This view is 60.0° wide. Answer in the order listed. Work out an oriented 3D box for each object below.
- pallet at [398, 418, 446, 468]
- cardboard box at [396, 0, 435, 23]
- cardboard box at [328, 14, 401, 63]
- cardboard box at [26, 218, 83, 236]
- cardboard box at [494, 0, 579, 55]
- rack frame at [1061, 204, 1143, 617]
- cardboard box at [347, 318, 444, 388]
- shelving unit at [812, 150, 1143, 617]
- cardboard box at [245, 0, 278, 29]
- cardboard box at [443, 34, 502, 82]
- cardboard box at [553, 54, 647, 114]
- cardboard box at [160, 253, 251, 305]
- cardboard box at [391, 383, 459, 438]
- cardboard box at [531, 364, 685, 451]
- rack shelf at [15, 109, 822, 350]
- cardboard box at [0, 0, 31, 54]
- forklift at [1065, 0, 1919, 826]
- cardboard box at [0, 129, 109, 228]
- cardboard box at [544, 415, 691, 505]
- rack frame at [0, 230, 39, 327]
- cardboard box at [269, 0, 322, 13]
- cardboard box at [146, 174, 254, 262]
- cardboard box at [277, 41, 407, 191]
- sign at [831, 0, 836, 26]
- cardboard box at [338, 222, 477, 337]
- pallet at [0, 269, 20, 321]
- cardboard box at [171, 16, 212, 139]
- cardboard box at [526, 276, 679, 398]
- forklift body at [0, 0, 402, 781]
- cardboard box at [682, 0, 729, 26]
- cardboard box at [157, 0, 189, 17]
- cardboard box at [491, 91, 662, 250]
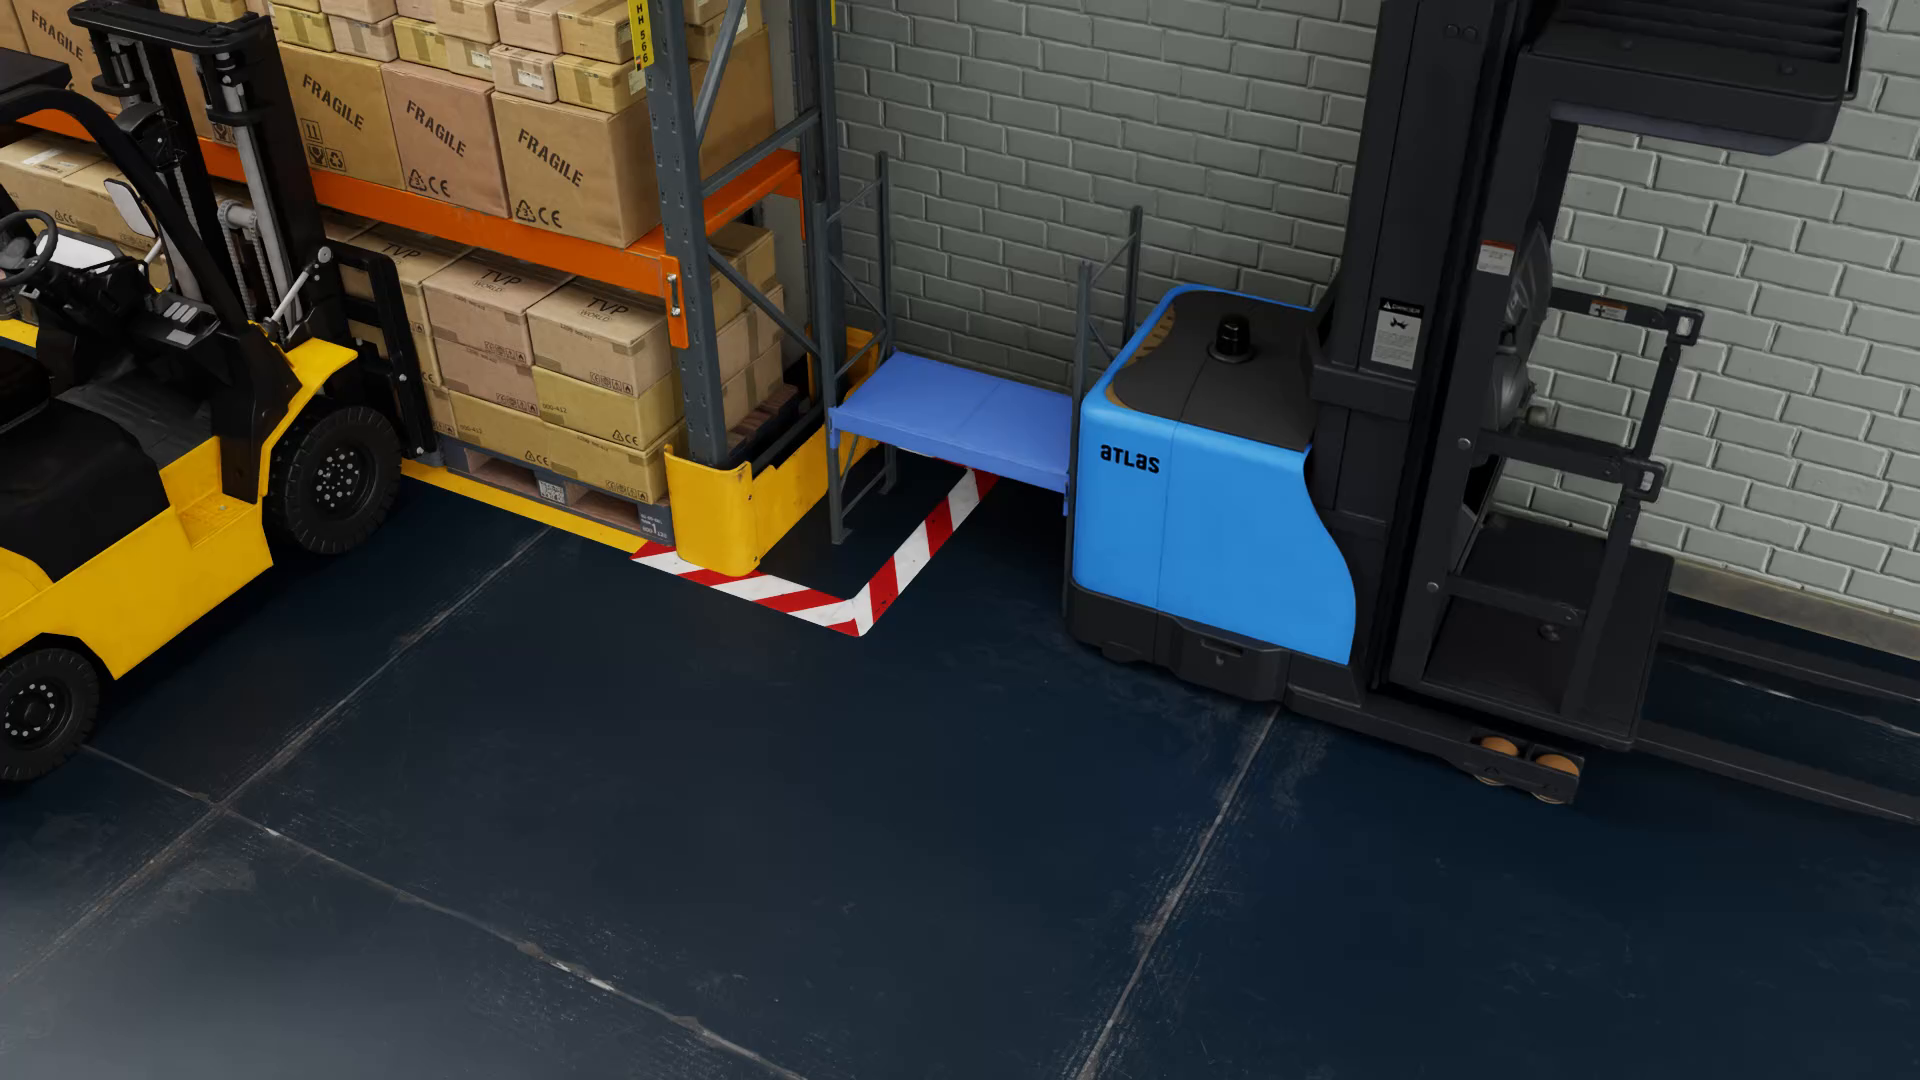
[{"bbox_3d":[-2.539,-0.823,7.659,1.213,0.211,1.003,17,41,21],"label":"pallet"},{"bbox_3d":[-1.841,-2.026,6.073,0.250,0.149,0.380,18,41,22],"label":"cardboard box"},{"bbox_3d":[-2.114,-1.932,6.195,0.250,0.149,0.380,16,40,20],"label":"cardboard box"},{"bbox_3d":[-4.025,-1.486,7.741,0.500,0.250,0.500,17,40,21],"label":"cardboard box"},{"bbox_3d":[-1.409,-1.858,5.852,0.250,0.149,0.380,17,41,22],"label":"cardboard box"},{"bbox_3d":[0.515,-0.438,6.087,0.032,1.500,0.500,17,40,21],"label":"rack frame"},{"bbox_3d":[-2.245,-0.920,6.994,0.500,0.250,0.500,16,40,20],"label":"cardboard box"},{"bbox_3d":[0.061,-0.576,6.268,1.048,1.500,0.538,17,40,21],"label":"shelving unit"},{"bbox_3d":[-2.528,-2.109,6.428,0.250,0.149,0.380,17,40,21],"label":"cardboard box"},{"bbox_3d":[-1.641,-1.808,6.031,0.250,0.149,0.380,18,41,22],"label":"cardboard box"},{"bbox_3d":[-1.198,-1.647,5.820,0.250,0.149,0.380,18,41,22],"label":"cardboard box"},{"bbox_3d":[-3.136,-1.202,7.365,0.500,0.250,0.500,17,40,21],"label":"cardboard box"},{"bbox_3d":[-2.201,-0.724,7.149,0.500,0.250,0.500,18,41,22],"label":"cardboard box"},{"bbox_3d":[-1.337,-0.642,6.628,0.500,0.250,0.500,17,40,21],"label":"cardboard box"},{"bbox_3d":[-2.537,-1.673,7.068,4.000,0.370,1.077,17,41,21],"label":"rack shelf"},{"bbox_3d":[-4.039,-2.292,7.206,0.500,0.500,0.500,16,40,20],"label":"cardboard box"},{"bbox_3d":[1.951,-0.651,5.183,3.031,2.935,1.130,16,40,20],"label":"forklift"},{"bbox_3d":[-4.028,-1.683,7.586,0.500,0.250,0.500,17,40,21],"label":"cardboard box"},{"bbox_3d":[-1.323,-0.436,6.771,0.500,0.250,0.500,18,41,22],"label":"cardboard box"},{"bbox_3d":[-4.313,-2.516,7.583,0.127,3.000,1.000,17,41,21],"label":"rack frame"},{"bbox_3d":[-2.355,-2.108,6.180,0.250,0.149,0.380,18,41,22],"label":"cardboard box"},{"bbox_3d":[-3.131,-1.403,7.217,0.500,0.250,0.500,19,41,23],"label":"cardboard box"},{"bbox_3d":[-2.230,-1.731,6.466,0.500,0.500,0.500,17,40,21],"label":"cardboard box"},{"bbox_3d":[-0.500,-2.076,6.222,0.005,0.325,0.100,17,41,21],"label":"sign"},{"bbox_3d":[-2.222,-1.108,6.829,0.500,0.250,0.500,18,41,22],"label":"cardboard box"},{"bbox_3d":[-4.985,-1.589,8.668,1.213,0.211,1.003,17,41,21],"label":"pallet"},{"bbox_3d":[-3.119,-2.016,6.842,0.500,0.500,0.500,17,40,21],"label":"cardboard box"},{"bbox_3d":[-1.313,-0.834,6.468,0.500,0.250,0.500,19,41,23],"label":"cardboard box"},{"bbox_3d":[-3.284,-0.613,5.779,1.214,2.155,2.313,17,41,21],"label":"forklift body"},{"bbox_3d":[-0.961,-2.028,6.076,0.250,0.149,0.380,17,40,21],"label":"cardboard box"},{"bbox_3d":[-3.027,-2.213,6.565,0.250,0.149,0.380,16,40,20],"label":"cardboard box"},{"bbox_3d":[-1.319,-1.439,6.082,0.500,0.500,0.500,16,40,21],"label":"cardboard box"}]
